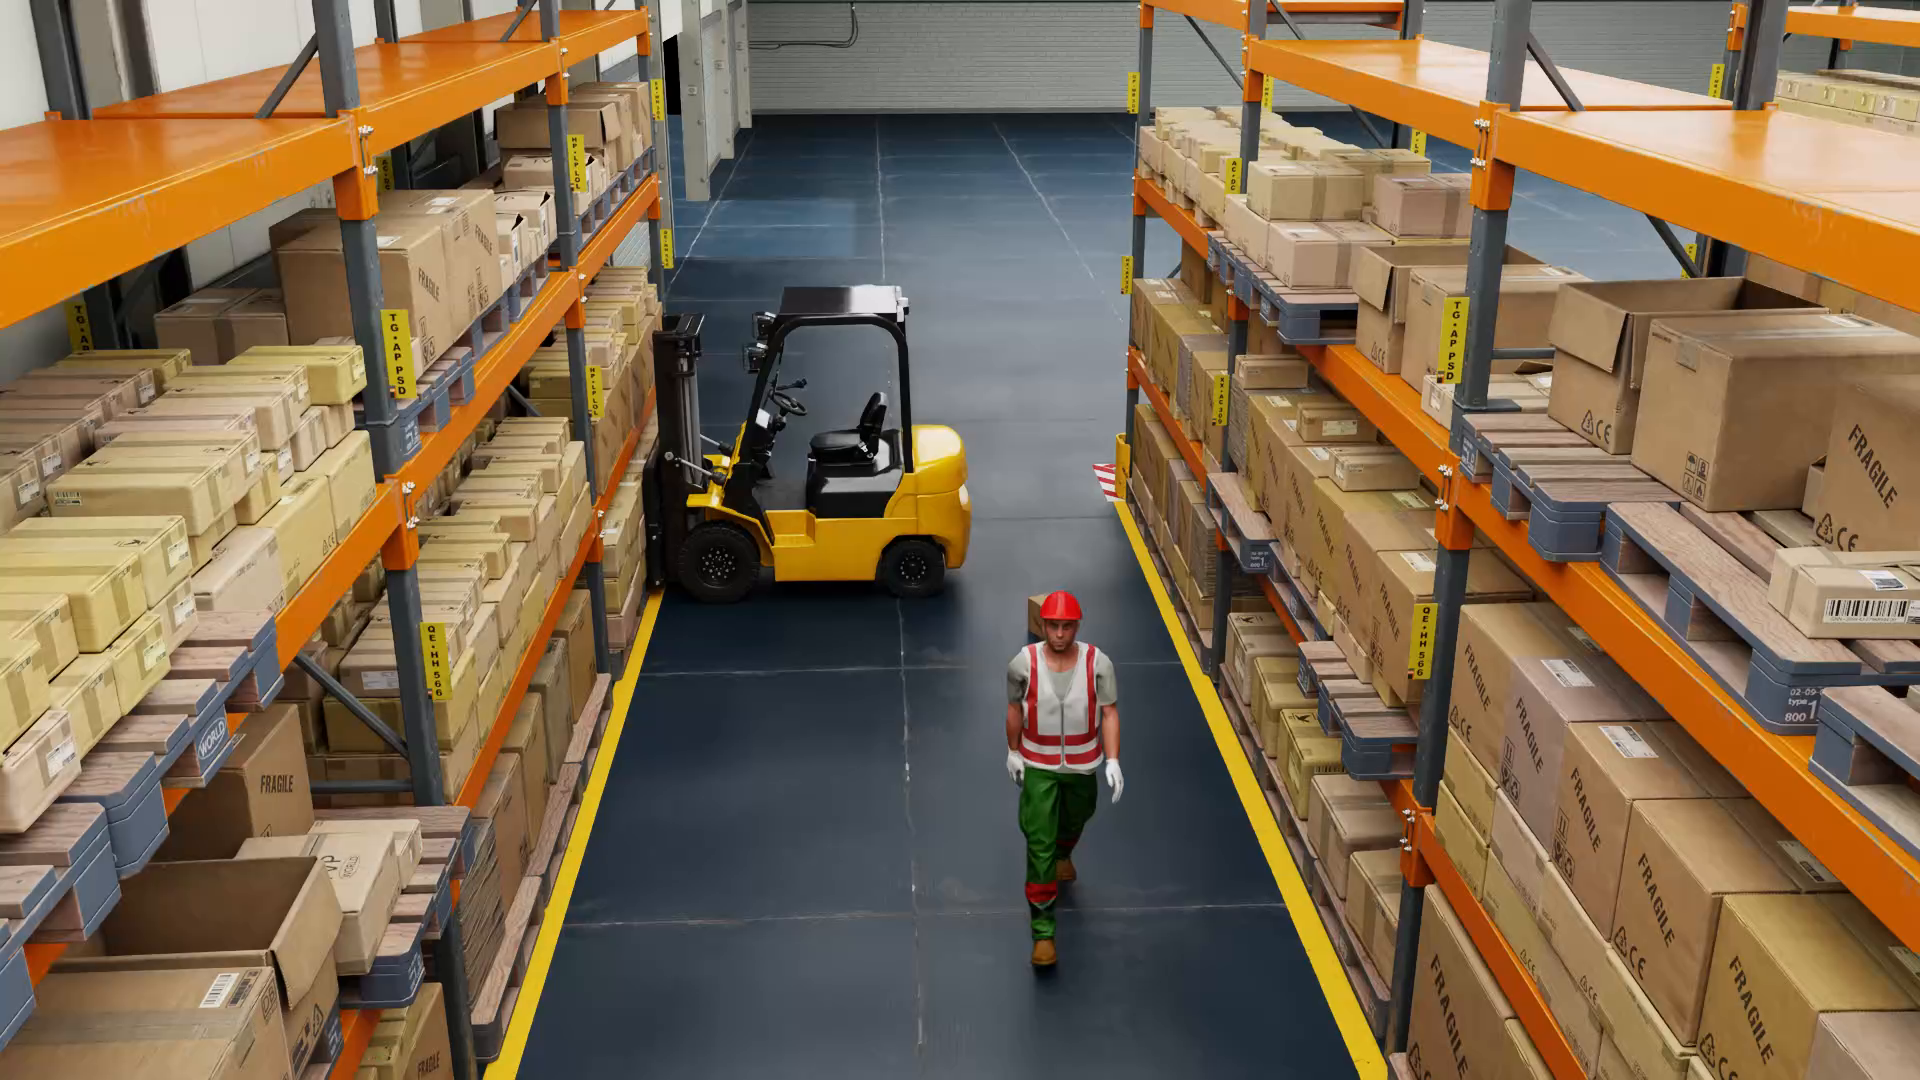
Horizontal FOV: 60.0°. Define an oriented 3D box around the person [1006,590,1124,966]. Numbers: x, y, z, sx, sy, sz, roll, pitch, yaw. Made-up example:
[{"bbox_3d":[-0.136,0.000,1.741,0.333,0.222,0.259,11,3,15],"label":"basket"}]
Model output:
[{"bbox_3d":[0.506,1.095,8.075,0.547,1.747,1.035,-1,20,-3],"label":"person"}]
